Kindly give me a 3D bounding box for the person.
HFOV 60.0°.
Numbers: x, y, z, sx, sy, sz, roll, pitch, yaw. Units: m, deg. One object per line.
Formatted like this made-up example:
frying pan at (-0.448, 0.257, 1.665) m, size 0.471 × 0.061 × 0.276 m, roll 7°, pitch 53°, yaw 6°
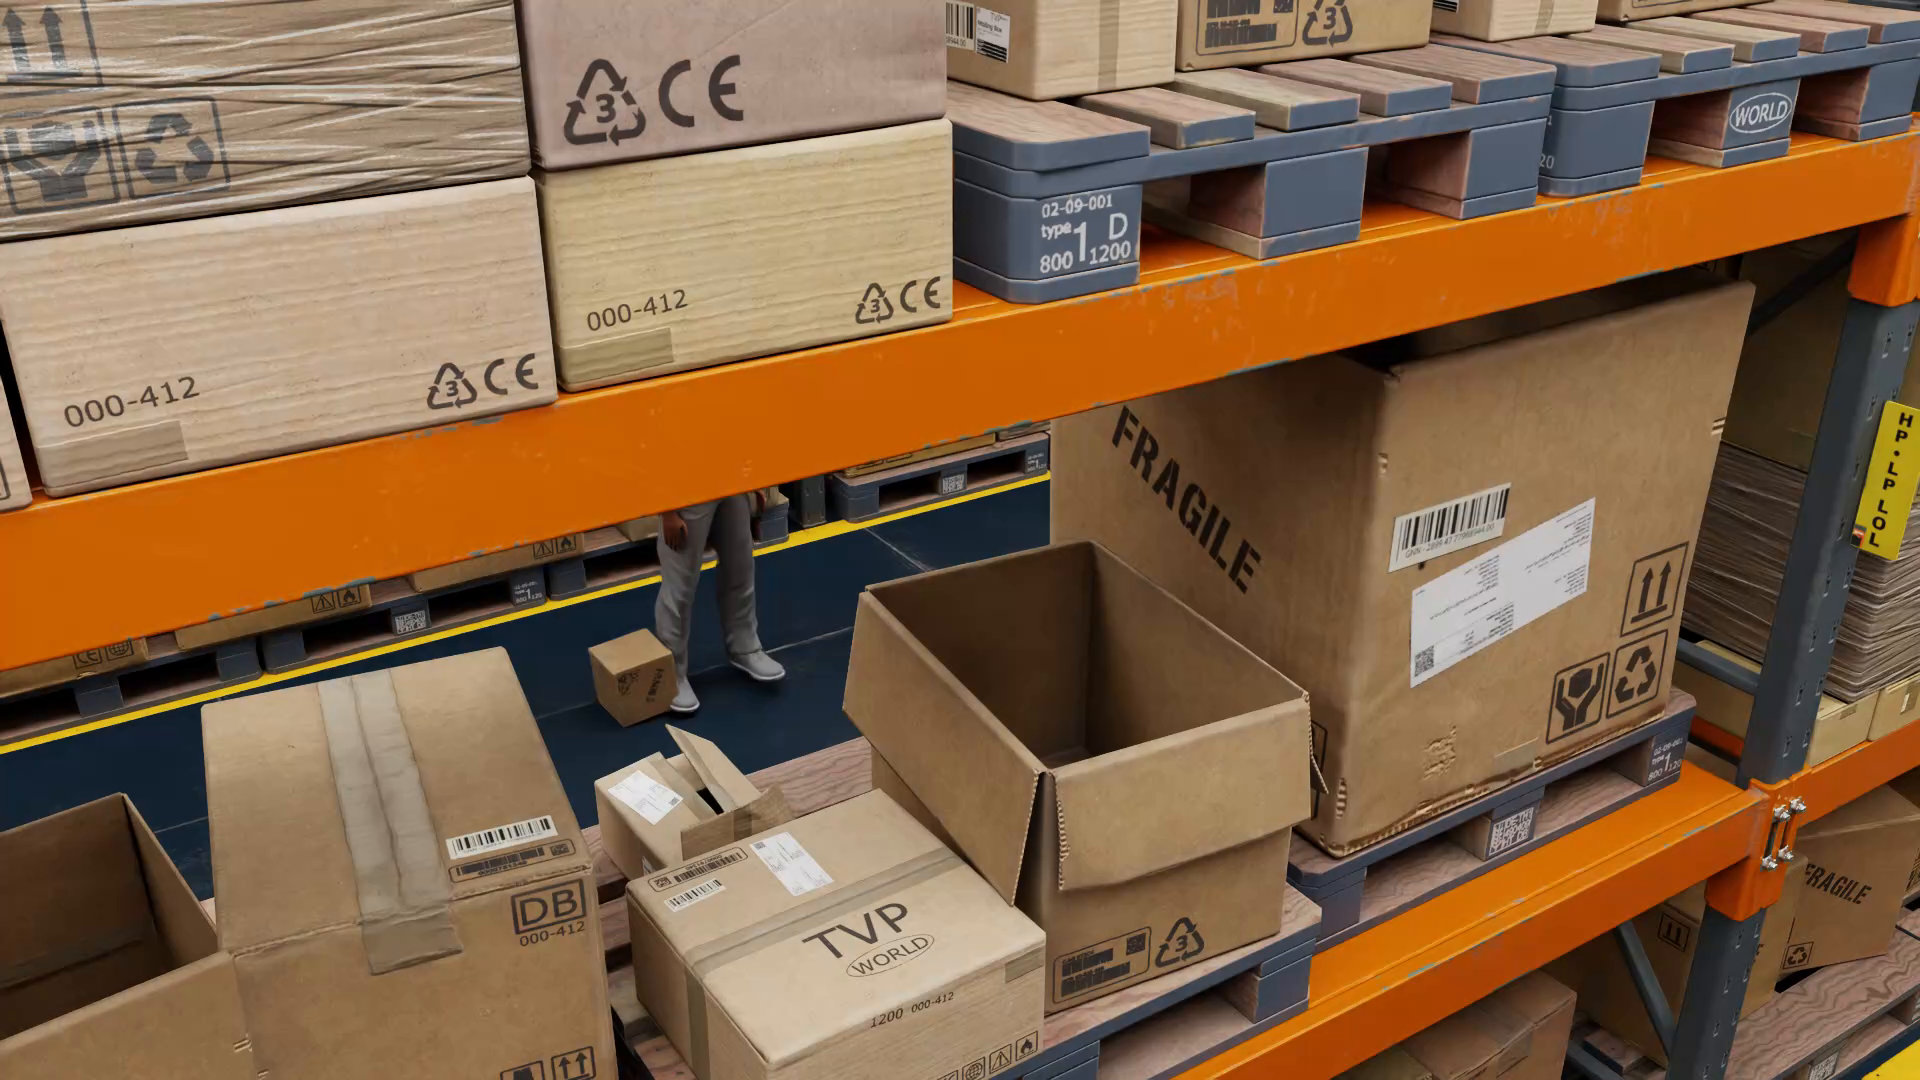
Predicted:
person at (-0.971, -0.165, 6.383) m, size 0.445 × 1.686 × 0.514 m, roll 16°, pitch 29°, yaw 30°
